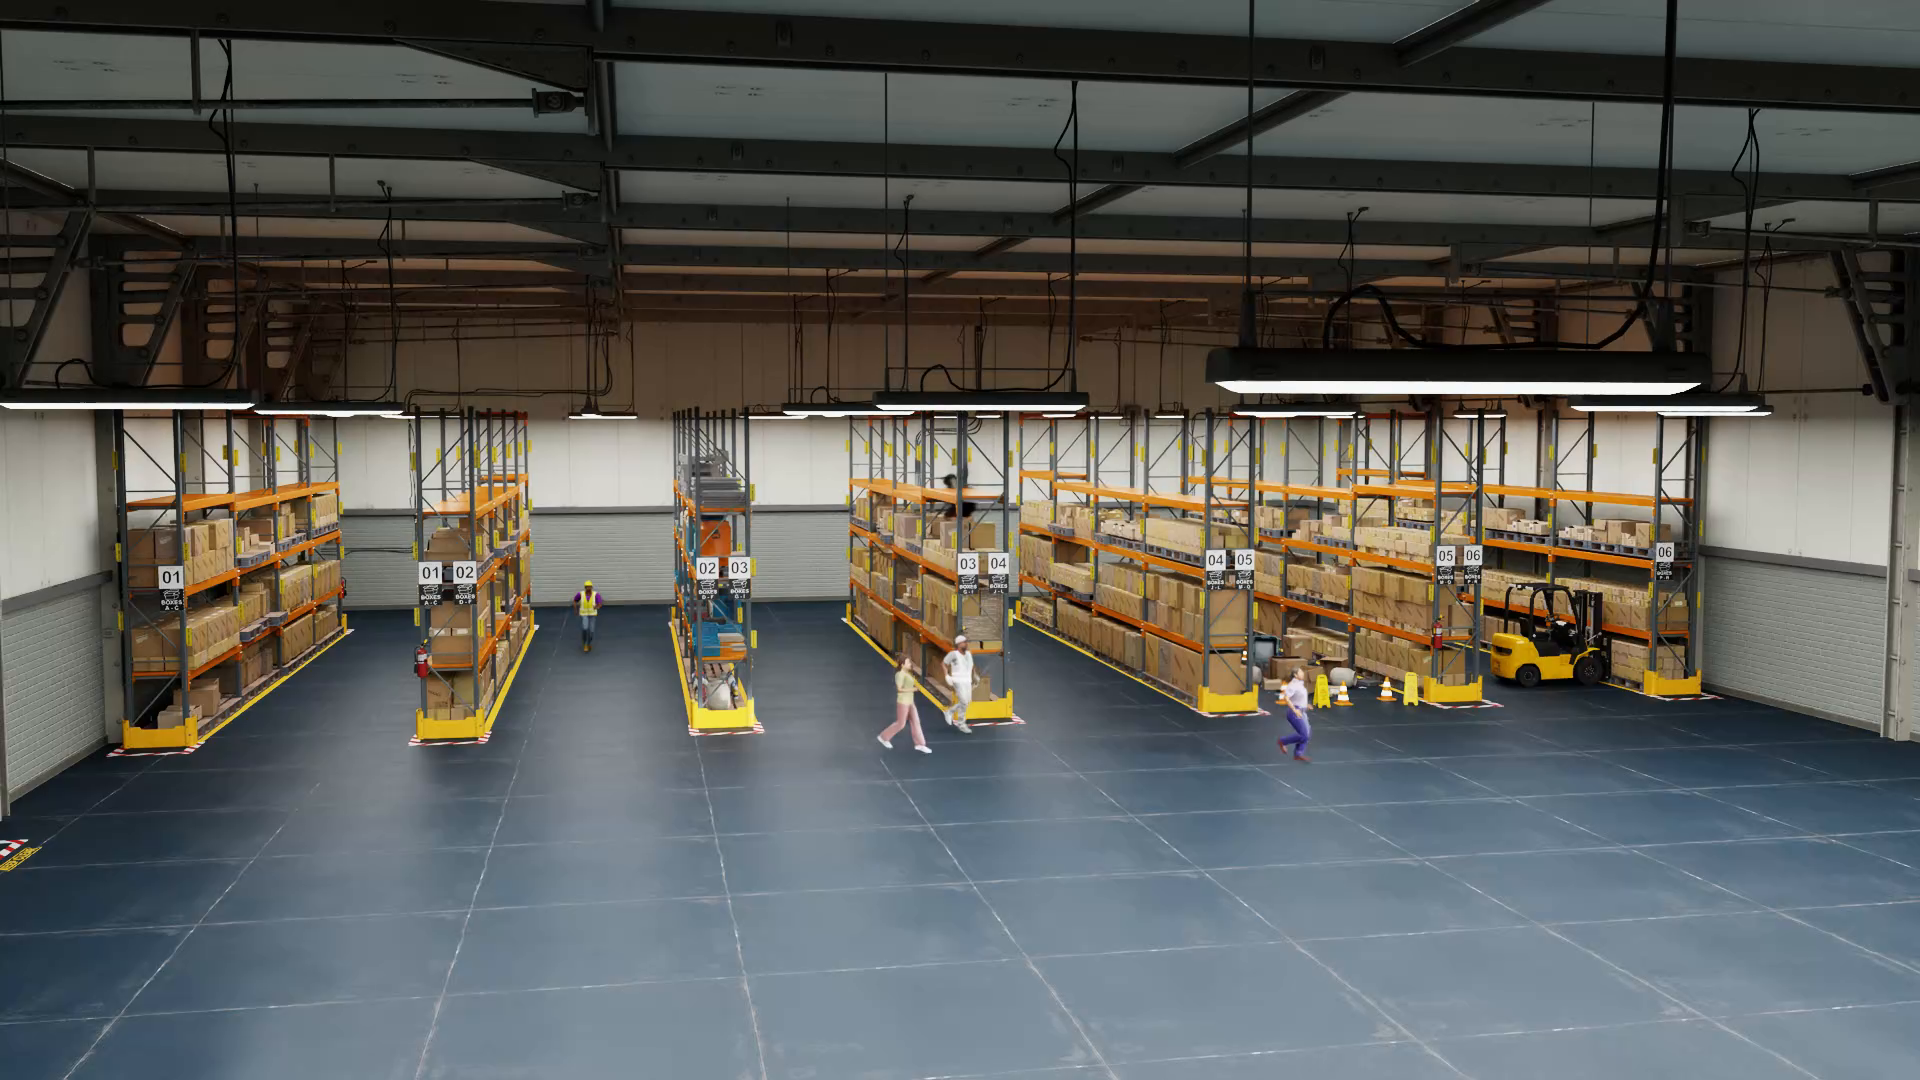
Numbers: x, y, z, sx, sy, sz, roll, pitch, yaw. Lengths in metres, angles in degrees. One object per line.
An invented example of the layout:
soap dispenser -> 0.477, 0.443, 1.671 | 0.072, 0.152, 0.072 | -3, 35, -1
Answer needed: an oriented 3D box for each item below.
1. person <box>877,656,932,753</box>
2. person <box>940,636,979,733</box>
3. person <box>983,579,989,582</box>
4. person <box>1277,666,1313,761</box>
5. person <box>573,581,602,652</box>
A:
person -> -0.960, 2.829, 28.659 | 0.955, 1.673, 0.578 | 1, 4, 14
person -> 0.026, 2.664, 30.916 | 0.743, 1.754, 0.739 | 4, 6, 43
person -> 0.779, 1.627, 46.744 | 0.559, 1.559, 0.611 | 0, 4, -4
person -> 5.654, 2.969, 28.069 | 0.566, 1.518, 0.623 | 2, 4, 21
person -> -9.258, 1.904, 41.412 | 0.671, 1.787, 0.809 | -1, 4, -19
